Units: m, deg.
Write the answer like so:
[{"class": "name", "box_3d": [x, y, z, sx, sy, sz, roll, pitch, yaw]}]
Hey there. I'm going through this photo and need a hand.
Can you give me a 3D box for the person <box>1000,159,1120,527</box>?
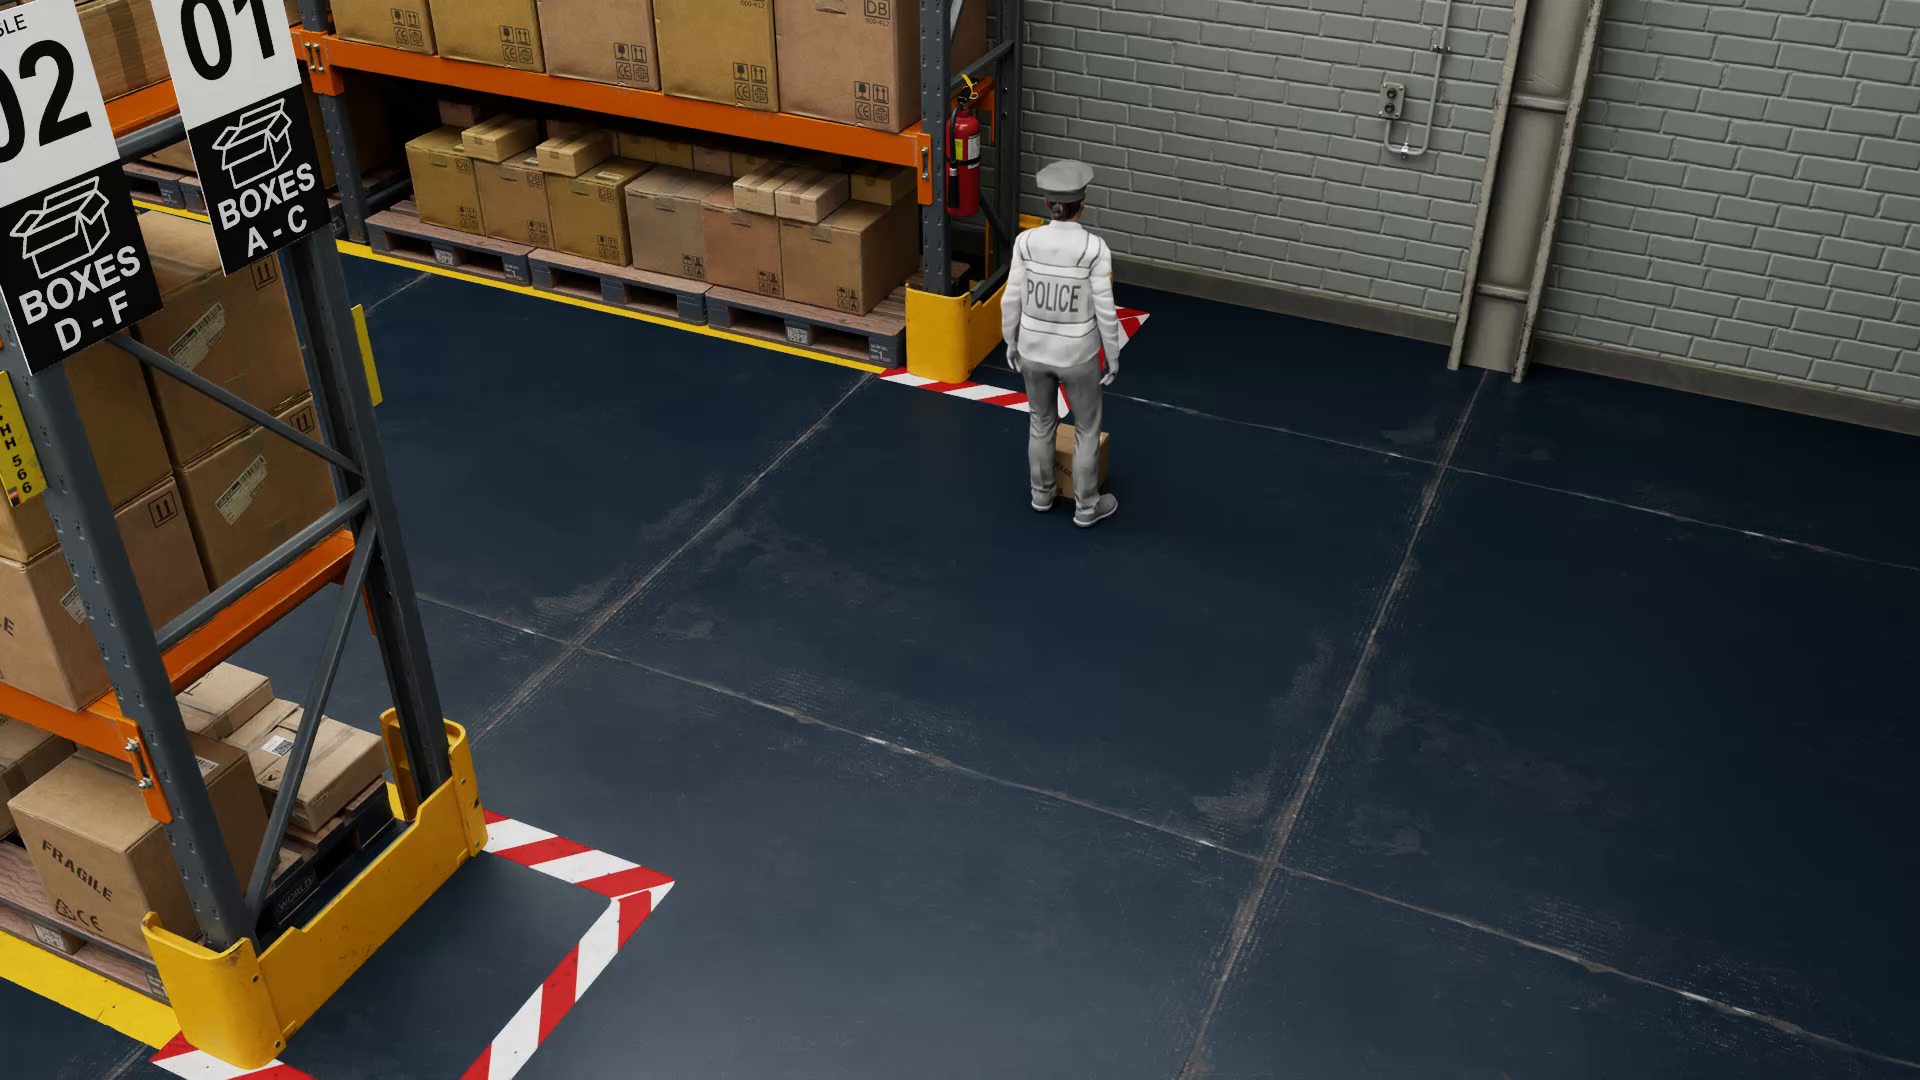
[{"class": "person", "box_3d": [0.456, -0.844, 7.394, 0.546, 1.664, 0.414, 12, 36, 18]}]
